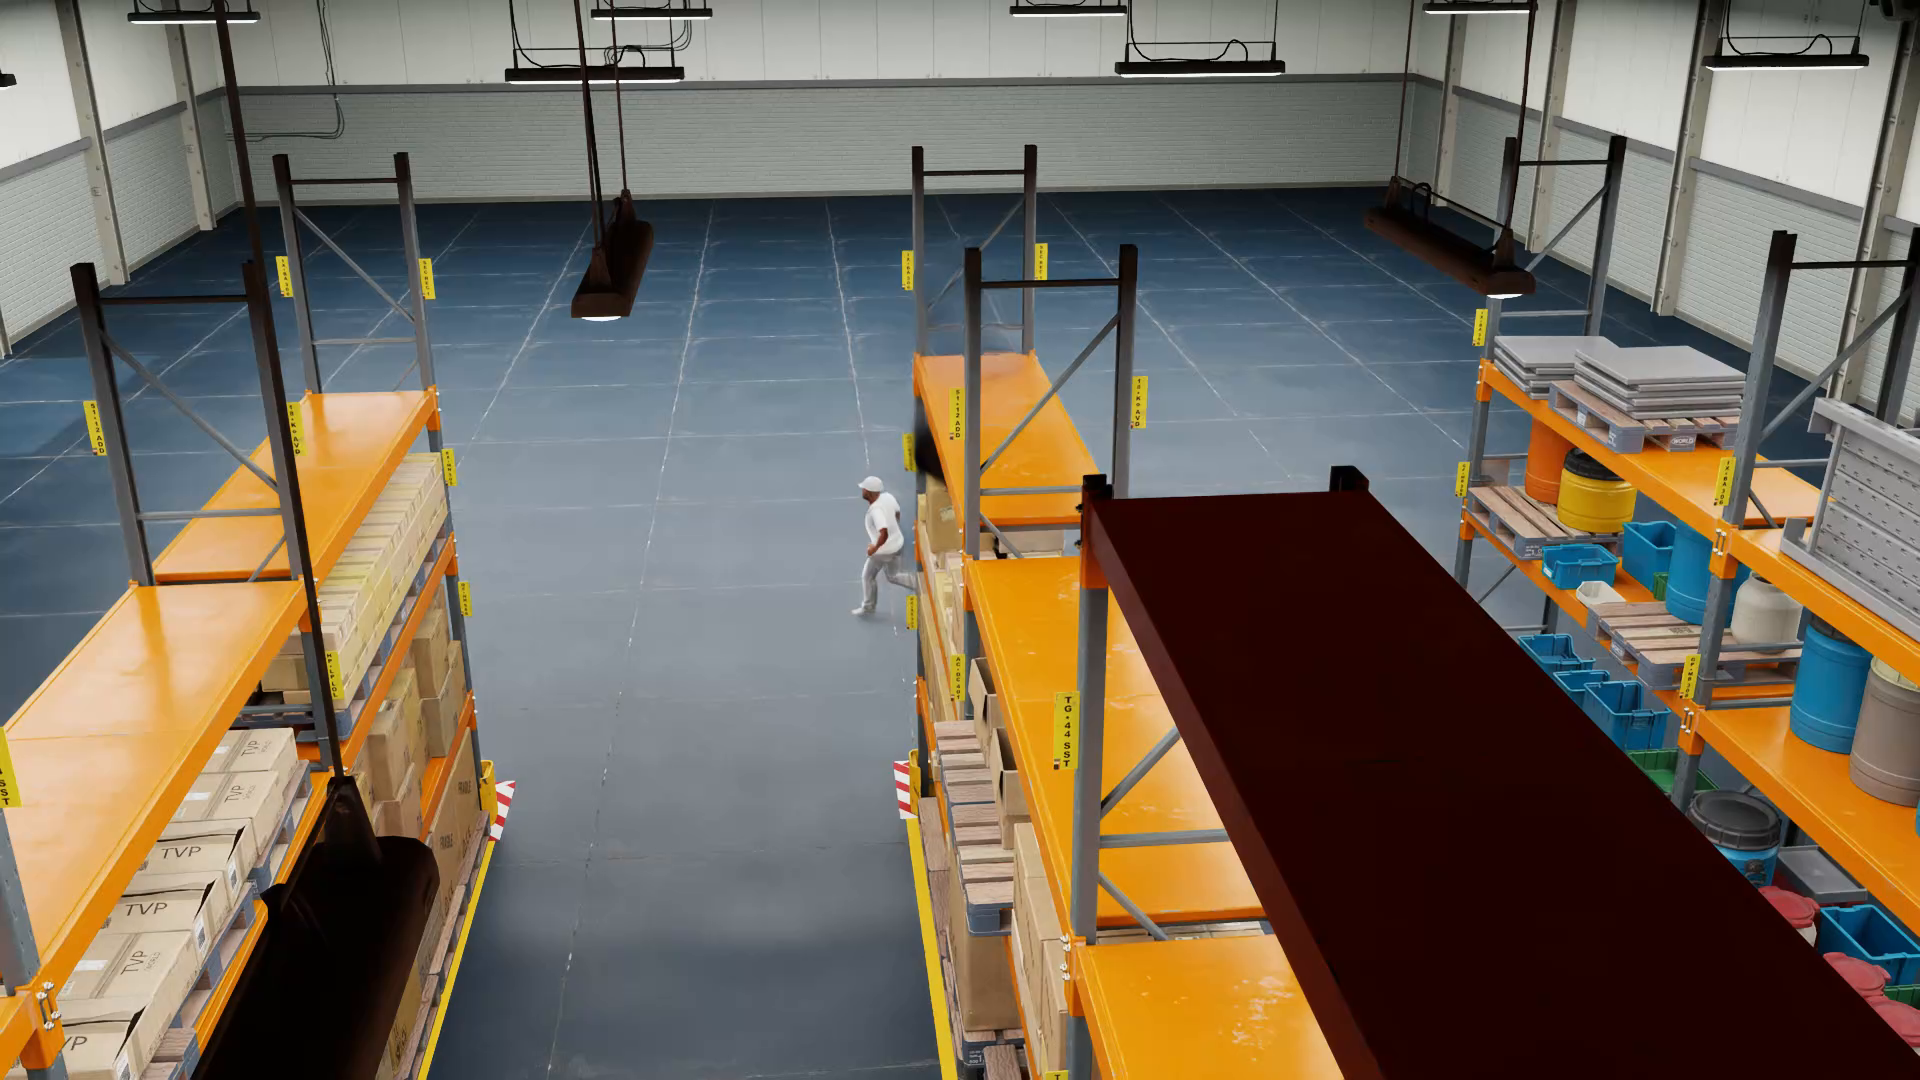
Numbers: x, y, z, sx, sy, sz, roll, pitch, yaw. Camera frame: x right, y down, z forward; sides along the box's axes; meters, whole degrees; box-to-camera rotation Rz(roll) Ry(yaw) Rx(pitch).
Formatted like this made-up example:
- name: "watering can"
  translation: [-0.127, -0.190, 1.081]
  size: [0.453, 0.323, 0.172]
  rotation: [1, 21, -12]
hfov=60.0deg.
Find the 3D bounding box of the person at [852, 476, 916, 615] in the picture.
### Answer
- name: "person"
  translation: [-0.793, 0.120, 19.042]
  size: [1.018, 1.753, 0.700]
  rotation: [8, 23, 20]
